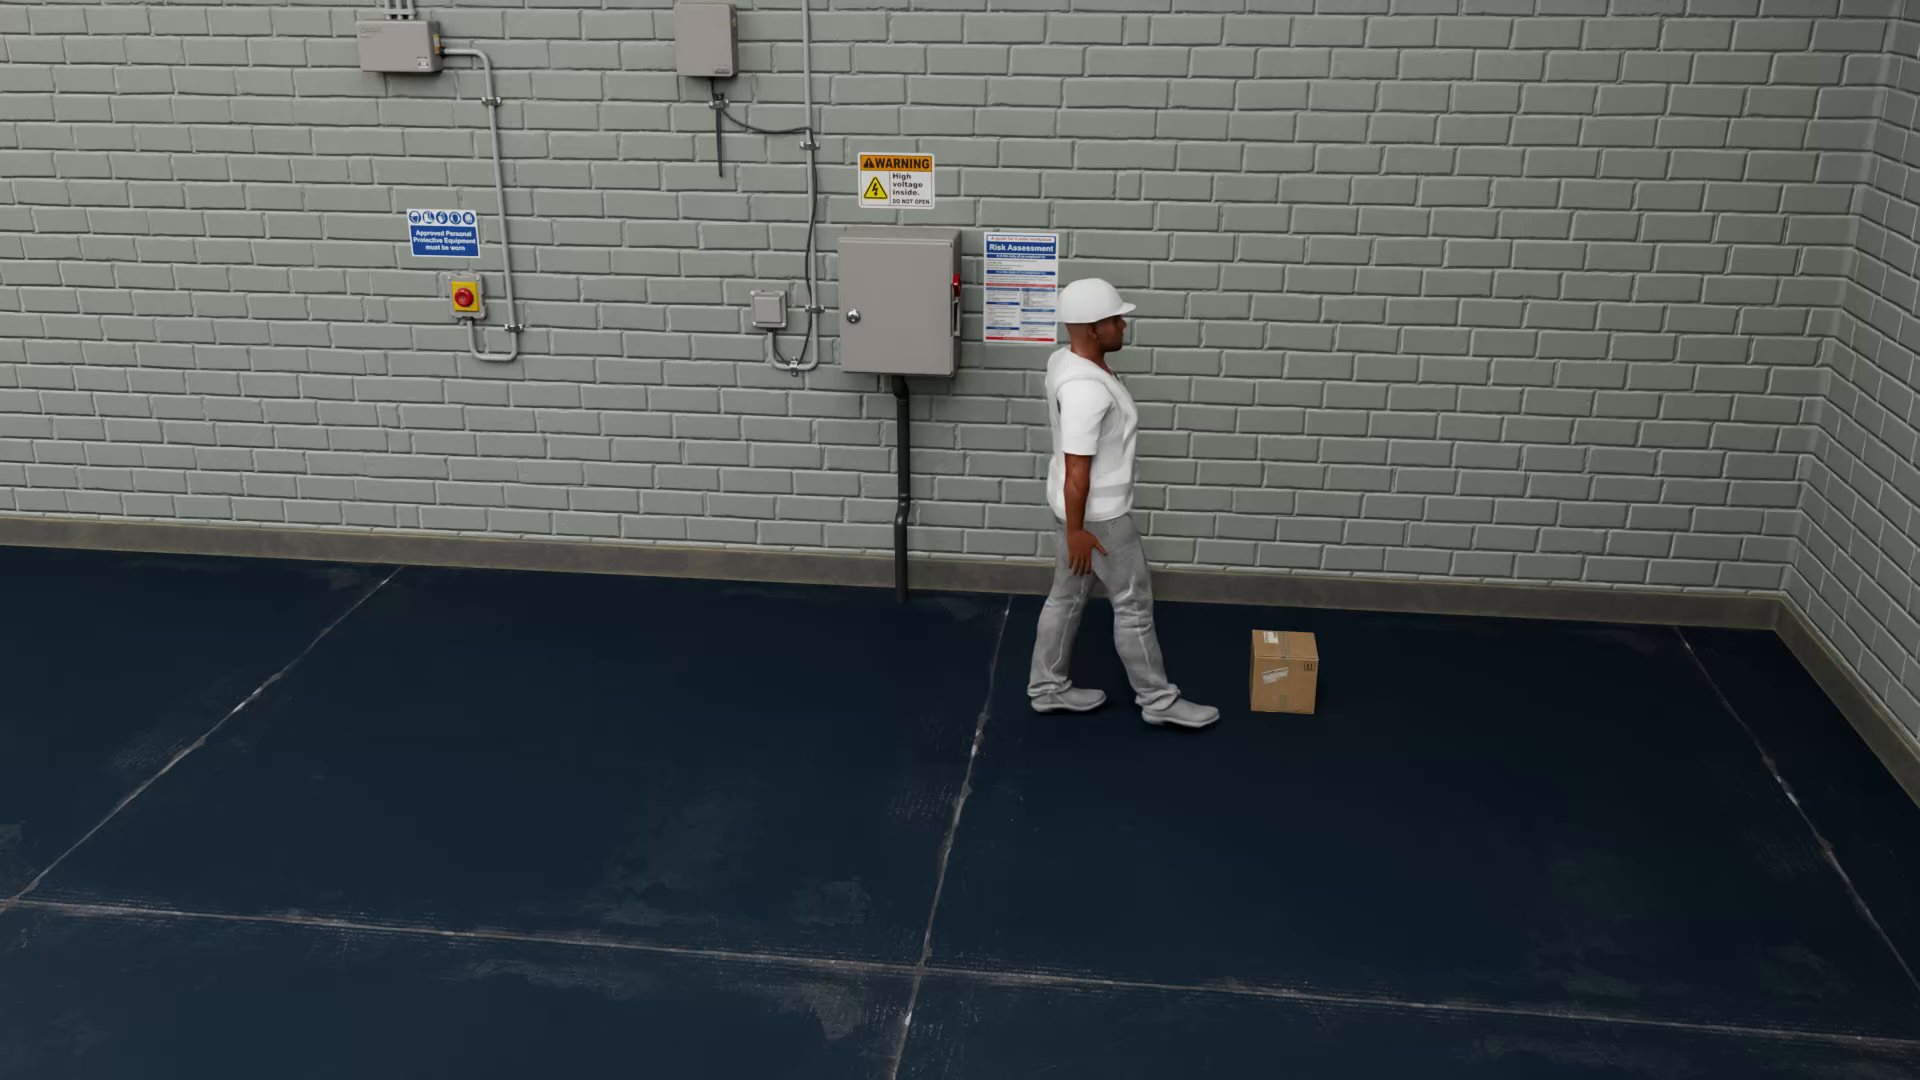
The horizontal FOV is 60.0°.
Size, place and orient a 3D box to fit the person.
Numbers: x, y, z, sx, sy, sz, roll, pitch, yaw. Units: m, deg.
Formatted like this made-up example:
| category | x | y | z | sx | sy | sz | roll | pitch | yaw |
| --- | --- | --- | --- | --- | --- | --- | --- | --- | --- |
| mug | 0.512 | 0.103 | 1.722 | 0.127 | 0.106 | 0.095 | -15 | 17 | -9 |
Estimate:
| category | x | y | z | sx | sy | sz | roll | pitch | yaw |
| --- | --- | --- | --- | --- | --- | --- | --- | --- | --- |
| person | 0.639 | -0.144 | 6.393 | 0.742 | 1.750 | 0.591 | -2 | 21 | -5 |
